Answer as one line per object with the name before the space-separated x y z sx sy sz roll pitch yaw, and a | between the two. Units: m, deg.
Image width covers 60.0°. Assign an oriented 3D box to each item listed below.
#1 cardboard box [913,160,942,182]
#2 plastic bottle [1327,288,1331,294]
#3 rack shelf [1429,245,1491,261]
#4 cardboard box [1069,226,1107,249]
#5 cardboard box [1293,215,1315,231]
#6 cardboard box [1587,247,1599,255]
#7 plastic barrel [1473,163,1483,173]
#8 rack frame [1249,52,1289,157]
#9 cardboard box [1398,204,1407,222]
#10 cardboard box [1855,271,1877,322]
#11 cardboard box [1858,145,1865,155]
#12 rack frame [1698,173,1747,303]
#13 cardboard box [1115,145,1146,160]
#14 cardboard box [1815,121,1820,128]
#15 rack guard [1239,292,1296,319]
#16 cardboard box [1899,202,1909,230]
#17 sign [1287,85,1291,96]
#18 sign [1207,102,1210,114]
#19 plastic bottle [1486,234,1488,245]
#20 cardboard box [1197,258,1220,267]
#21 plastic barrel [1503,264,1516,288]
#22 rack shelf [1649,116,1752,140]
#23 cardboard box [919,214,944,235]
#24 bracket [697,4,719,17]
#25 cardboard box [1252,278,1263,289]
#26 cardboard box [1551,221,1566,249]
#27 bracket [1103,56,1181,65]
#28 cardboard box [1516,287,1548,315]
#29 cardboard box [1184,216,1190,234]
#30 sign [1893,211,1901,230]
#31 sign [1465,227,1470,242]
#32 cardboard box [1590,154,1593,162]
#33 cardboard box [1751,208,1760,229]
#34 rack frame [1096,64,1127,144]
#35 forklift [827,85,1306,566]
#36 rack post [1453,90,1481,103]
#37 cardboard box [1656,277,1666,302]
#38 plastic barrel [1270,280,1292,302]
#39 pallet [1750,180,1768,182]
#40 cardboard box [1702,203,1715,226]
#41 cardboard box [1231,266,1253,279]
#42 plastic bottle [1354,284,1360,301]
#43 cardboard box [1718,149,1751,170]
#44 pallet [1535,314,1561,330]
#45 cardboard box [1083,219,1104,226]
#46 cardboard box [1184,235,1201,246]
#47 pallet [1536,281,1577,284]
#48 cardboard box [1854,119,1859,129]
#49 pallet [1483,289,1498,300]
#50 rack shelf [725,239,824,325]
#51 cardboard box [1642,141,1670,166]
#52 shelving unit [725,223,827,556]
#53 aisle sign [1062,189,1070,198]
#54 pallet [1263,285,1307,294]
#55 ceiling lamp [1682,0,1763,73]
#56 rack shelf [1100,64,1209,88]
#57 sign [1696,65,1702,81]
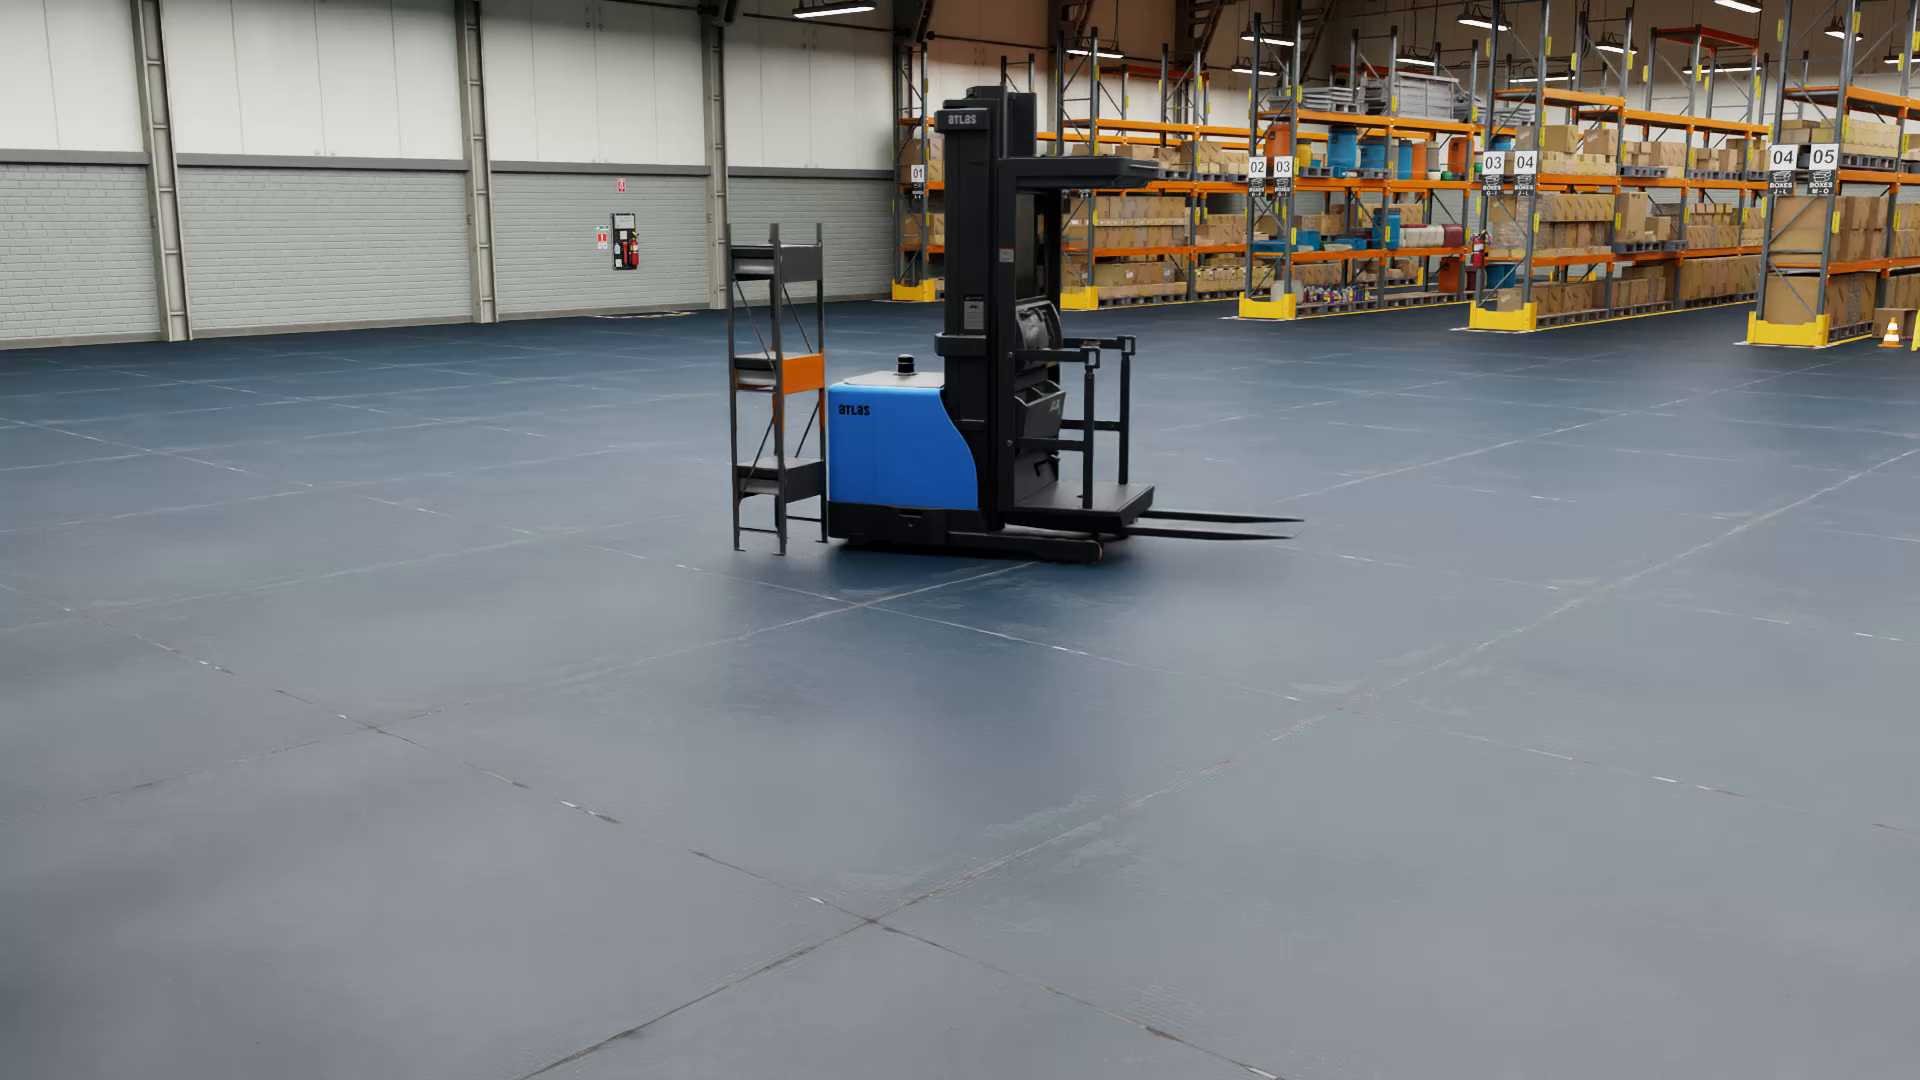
cardboard box | -0.774 -8.835 39.820 0.500 0.500 0.500 10 15 42
plastic bottle | 8.050 -5.371 36.288 0.097 0.271 0.097 0 11 0
rack shelf | 12.860 -7.125 41.065 1.077 0.370 4.000 10 15 40
cardboard box | 2.859 -6.764 37.163 0.700 0.500 0.500 10 15 40
cardboard box | 8.900 -8.297 43.766 0.500 0.500 0.700 -9 14 -37
cardboard box | 12.236 -5.647 32.465 0.380 0.149 0.250 10 15 40
plastic barrel | 12.412 -8.911 39.833 0.294 0.245 0.294 0 11 0
rack frame | 7.822 -10.767 42.143 1.000 3.000 0.127 10 15 40
cardboard box | 12.344 -9.289 47.252 0.500 0.500 0.500 10 15 42
cardboard box | 15.812 -4.379 29.832 0.875 0.875 0.875 10 15 41
cardboard box | 14.772 -6.471 27.606 0.380 0.149 0.250 10 15 41
rack frame | 17.901 -7.132 39.261 1.000 3.000 0.127 10 15 40
cardboard box | 3.843 -8.651 37.525 0.500 0.500 0.500 10 15 40
cardboard box | 14.111 -6.910 27.770 0.380 0.149 0.250 10 15 41
rack guard | 6.274 -4.798 33.959 1.175 0.500 0.348 10 15 40
cardboard box | 17.275 -6.062 31.097 0.700 0.500 0.500 10 15 41
sign | 8.241 -11.231 41.679 0.100 0.325 0.005 10 15 40
sign | 7.154 -12.424 47.851 0.100 0.325 0.005 10 15 40
plastic bottle | 12.776 -7.292 40.392 0.097 0.271 0.097 0 11 0
cardboard box | 7.309 -8.130 49.569 0.700 0.500 0.500 10 15 41
plastic barrel | 13.809 -6.872 42.242 0.600 0.901 0.708 10 15 40
rack shelf | 16.581 -9.231 37.310 1.077 0.370 4.000 10 15 40
cardboard box | -0.642 -7.623 40.137 0.500 0.500 0.500 10 15 40
bracket | -5.338 -11.220 35.221 0.235 0.232 0.430 10 15 40
cardboard box | 7.320 -6.497 42.031 0.500 0.250 0.500 10 15 40
cardboard box | 10.966 -5.796 31.557 0.875 0.500 0.500 10 15 40
bracket | 4.832 -13.487 46.570 0.076 0.066 4.783 10 15 40
cardboard box | 10.774 -4.529 31.537 0.500 0.500 0.500 -7 13 -33
cardboard box | 6.294 -9.081 47.954 0.500 0.500 0.500 10 15 41
sign | 16.697 -5.691 29.632 0.100 0.325 0.005 10 15 40
sign | 11.958 -7.194 39.154 0.100 0.325 0.005 10 15 40
cardboard box | 11.889 -7.315 31.883 0.380 0.149 0.250 11 15 42
cardboard box | 18.740 -7.681 39.718 0.500 0.500 0.500 10 15 40
rack frame | 4.098 -11.407 45.346 1.000 3.000 0.127 10 15 40
forklift | 0.700 -1.389 10.682 3.031 2.935 1.130 4 12 18
rack post | 11.981 -10.506 39.520 0.624 0.289 0.986 10 15 40
cardboard box | 14.833 -5.432 36.010 0.700 0.500 0.500 9 14 37
plastic barrel | 6.636 -5.100 34.365 0.421 0.512 0.421 0 11 0
pallet | 20.060 -9.038 41.369 1.003 0.211 1.213 10 15 40
cardboard box | 16.626 -7.385 37.711 0.797 0.503 0.637 10 15 42
cardboard box | 6.988 -6.697 41.601 0.500 0.311 0.500 10 15 40
plastic bottle | 8.565 -5.352 35.989 0.144 0.351 0.185 9 14 38
cardboard box | 18.373 -9.030 39.522 0.700 0.500 0.500 9 14 37
pallet | 10.593 -4.125 31.326 1.003 0.211 1.213 10 15 40
cardboard box | 2.962 -7.045 36.914 0.380 0.149 0.250 10 15 40
cardboard box | 5.474 -7.241 40.189 0.500 0.250 0.500 11 16 44
pallet | 16.248 -6.877 45.105 1.003 0.211 1.213 10 15 40
cardboard box | 14.433 -6.787 27.151 0.380 0.149 0.250 10 15 40
pallet | 12.835 -6.117 41.296 1.003 0.211 1.213 10 15 40
rack shelf | -1.184 -1.662 10.665 0.431 0.518 0.480 6 13 28
cardboard box | 14.465 -8.058 34.709 0.500 0.500 0.500 10 15 41
shelving unit | -1.184 -0.988 10.800 0.431 2.100 0.503 6 13 28
aisle sign | 2.277 -7.951 36.724 0.394 0.787 0.004 10 15 40
pallet | 8.343 -6.562 43.529 1.003 0.211 1.213 10 15 40
ceiling lamp | 20.485 -14.235 44.602 2.000 3.185 0.800 10 15 40
rack shelf | 5.419 -12.978 46.565 1.077 0.370 4.000 10 15 40
sign | 15.675 -9.914 35.284 0.100 0.325 0.005 10 15 40
